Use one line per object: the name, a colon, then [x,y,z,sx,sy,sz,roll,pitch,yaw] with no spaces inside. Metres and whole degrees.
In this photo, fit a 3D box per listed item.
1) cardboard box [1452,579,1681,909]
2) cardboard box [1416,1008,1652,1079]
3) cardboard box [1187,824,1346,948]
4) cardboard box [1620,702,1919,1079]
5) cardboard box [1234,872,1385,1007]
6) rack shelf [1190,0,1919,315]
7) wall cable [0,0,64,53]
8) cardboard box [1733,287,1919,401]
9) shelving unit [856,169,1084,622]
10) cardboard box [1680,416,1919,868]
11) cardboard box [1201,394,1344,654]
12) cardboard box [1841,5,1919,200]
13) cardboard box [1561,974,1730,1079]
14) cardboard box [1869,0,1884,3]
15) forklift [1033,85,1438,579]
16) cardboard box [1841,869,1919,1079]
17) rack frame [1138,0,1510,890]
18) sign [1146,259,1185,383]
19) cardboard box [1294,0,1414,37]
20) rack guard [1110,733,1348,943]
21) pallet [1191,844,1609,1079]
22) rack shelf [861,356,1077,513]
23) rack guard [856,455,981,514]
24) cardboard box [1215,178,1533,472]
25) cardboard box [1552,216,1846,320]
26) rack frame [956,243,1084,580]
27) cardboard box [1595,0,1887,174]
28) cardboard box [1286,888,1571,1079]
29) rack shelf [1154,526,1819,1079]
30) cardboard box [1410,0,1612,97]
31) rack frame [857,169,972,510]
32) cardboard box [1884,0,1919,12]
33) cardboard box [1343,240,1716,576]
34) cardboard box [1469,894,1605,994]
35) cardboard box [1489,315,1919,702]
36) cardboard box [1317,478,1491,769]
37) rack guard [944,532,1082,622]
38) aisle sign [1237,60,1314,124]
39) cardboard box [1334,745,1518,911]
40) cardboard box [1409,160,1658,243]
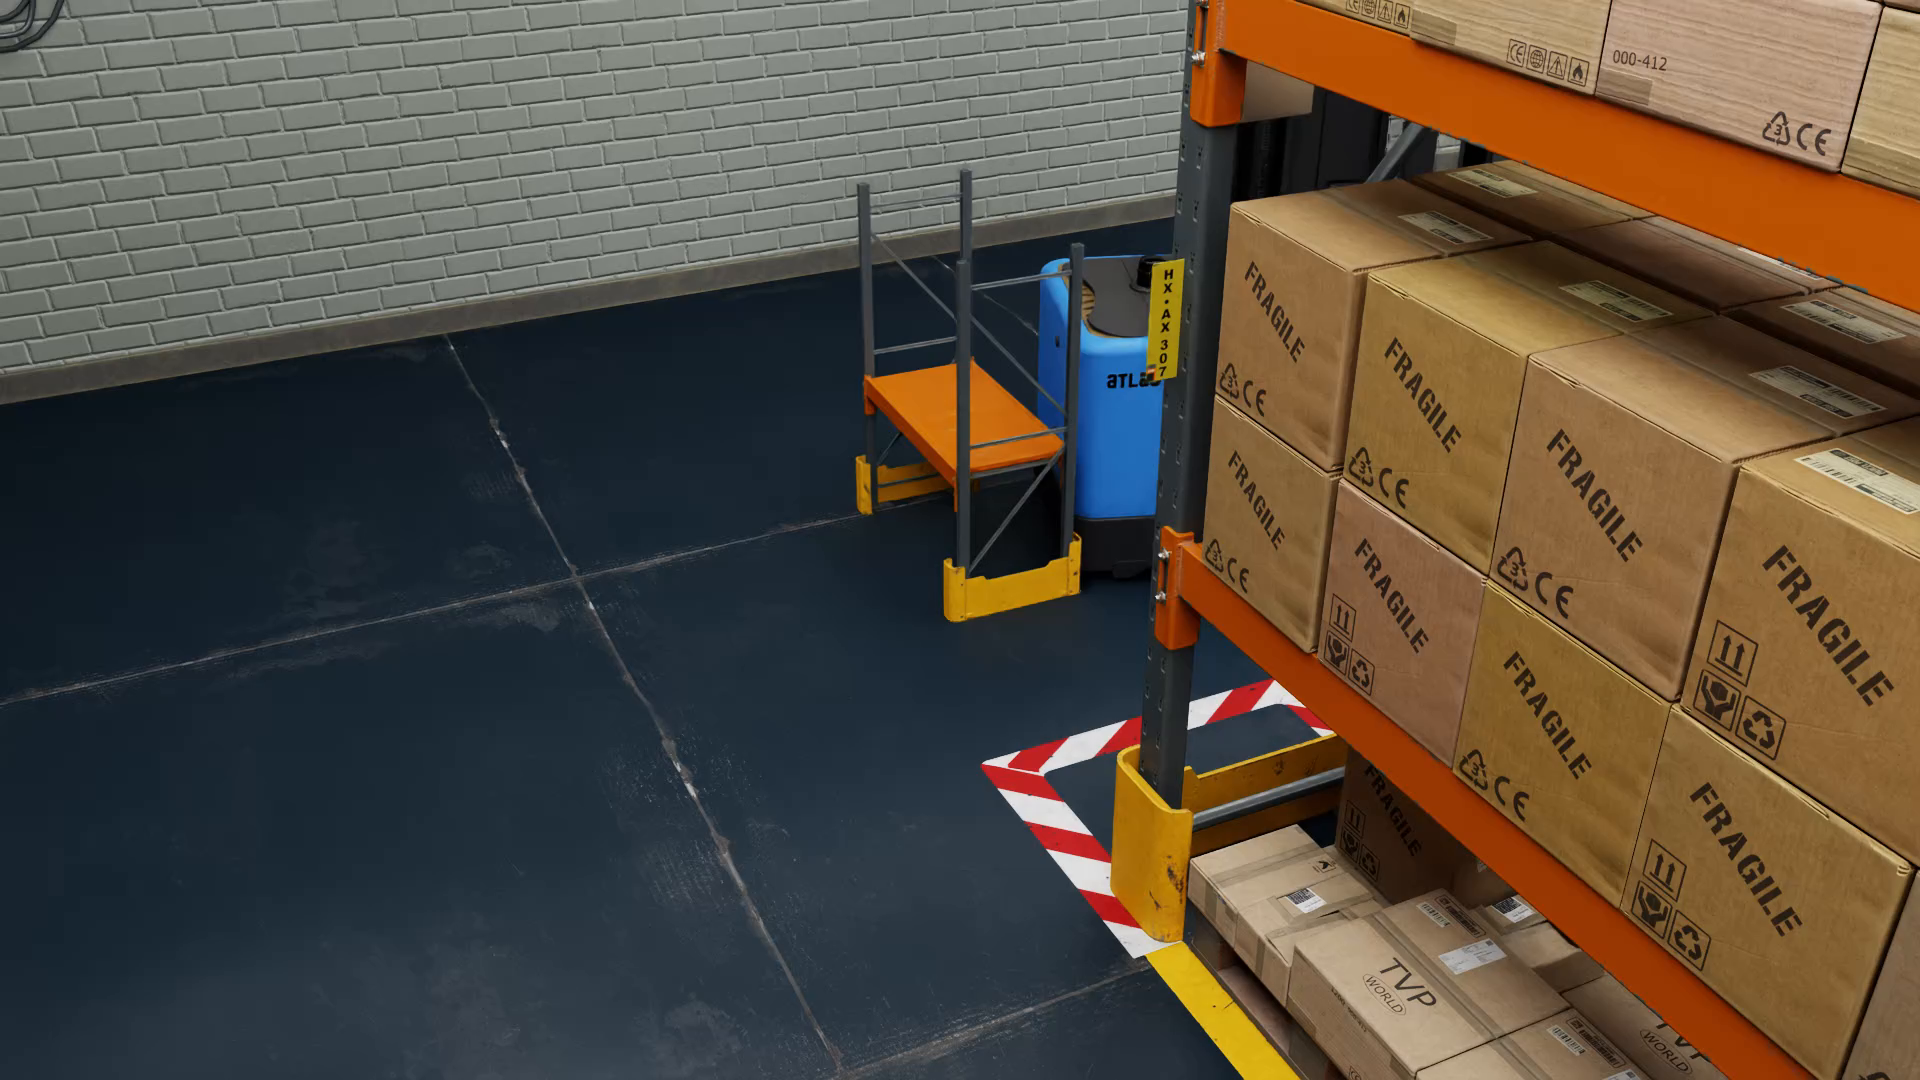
cardboard box: [1.415,0.354,3.449,0.500,0.500,0.500,-13,32,-22]
cardboard box: [1.430,1.446,3.966,0.500,0.250,0.500,-13,32,-22]
cardboard box: [0.893,1.006,4.854,0.380,0.149,0.250,-13,32,-22]
cardboard box: [1.628,0.575,3.055,0.500,0.500,0.500,-13,32,-21]
cardboard box: [1.000,1.109,4.653,0.380,0.166,0.250,-13,32,-22]
rack shelf: [1.882,-0.414,2.590,1.077,0.370,4.000,-13,32,-22]
wall cable: [-5.554,-3.097,6.747,3.097,2.526,0.112,-13,32,-22]
cardboard box: [1.908,-0.193,3.402,0.500,0.500,0.500,-12,32,-21]
shelving unit: [0.015,-0.620,6.822,0.587,1.500,1.083,-12,31,-20]
cardboard box: [1.636,0.144,2.801,0.500,0.500,0.500,-13,32,-22]
cardboard box: [0.976,-0.095,4.250,0.500,0.500,0.500,-12,32,-21]
cardboard box: [1.654,-0.602,2.343,0.500,0.250,0.500,-13,32,-22]
cardboard box: [1.860,1.319,4.192,0.500,0.250,0.500,-13,32,-22]
cardboard box: [1.438,-1.040,2.614,0.500,0.250,0.500,-13,32,-22]
forklift: [1.892,-1.422,6.790,3.031,2.935,1.130,-3,29,-6]
cardboard box: [1.849,0.800,2.655,0.500,0.500,0.500,-12,32,-21]
rack frame: [1.024,-0.303,4.723,1.000,3.000,0.127,-13,32,-22]
sign: [0.534,-0.566,4.308,0.100,0.325,0.005,-13,32,-22]
cardboard box: [1.015,-1.265,3.526,0.500,0.250,0.500,-13,32,-22]
rack guard: [1.056,0.821,5.275,1.175,0.500,0.348,-13,32,-22]
pallet: [1.399,1.299,4.718,1.003,0.211,1.213,-13,32,-22]
rack shelf: [0.019,-0.459,6.903,0.538,0.185,1.000,-12,31,-20]
rack guard: [-0.184,-0.298,7.526,0.587,0.250,0.087,-12,31,-20]
cardboard box: [0.976,-0.531,4.006,0.500,0.500,0.500,-12,31,-20]
cardboard box: [1.681,-0.421,3.809,0.500,0.500,0.500,-12,32,-21]
rack frame: [0.222,-0.388,6.408,0.500,1.500,0.032,-12,31,-20]
cardboard box: [1.434,-0.821,2.734,0.500,0.250,0.500,-13,32,-22]
cardboard box: [1.216,1.225,4.360,0.500,0.250,0.500,-13,32,-22]
rack shelf: [1.882,0.895,3.323,1.077,0.370,4.000,-13,32,-22]
cardboard box: [1.218,-1.042,3.127,0.500,0.250,0.500,-13,32,-22]
rack frame: [-0.185,-0.844,7.221,0.500,1.500,0.032,-12,31,-20]
cardboard box: [1.649,-0.819,2.218,0.500,0.250,0.500,-13,32,-22]
cardboard box: [1.207,-0.302,3.597,0.500,0.500,0.500,-13,32,-21]
cardboard box: [1.572,1.127,4.620,0.380,0.166,0.250,-13,32,-22]
cardboard box: [1.418,-0.080,3.201,0.500,0.500,0.500,-13,32,-21]
cardboard box: [1.202,0.132,3.846,0.500,0.500,0.500,-13,32,-22]
rack guard: [0.214,0.148,6.730,0.587,0.250,0.087,-12,31,-20]
aisle sign: [0.729,-1.405,4.031,0.394,0.787,0.004,-13,32,-22]
cardboard box: [1.480,0.784,4.891,0.500,0.500,0.500,-13,32,-22]
cardboard box: [1.463,-0.644,4.206,0.500,0.500,0.500,-13,32,-22]
